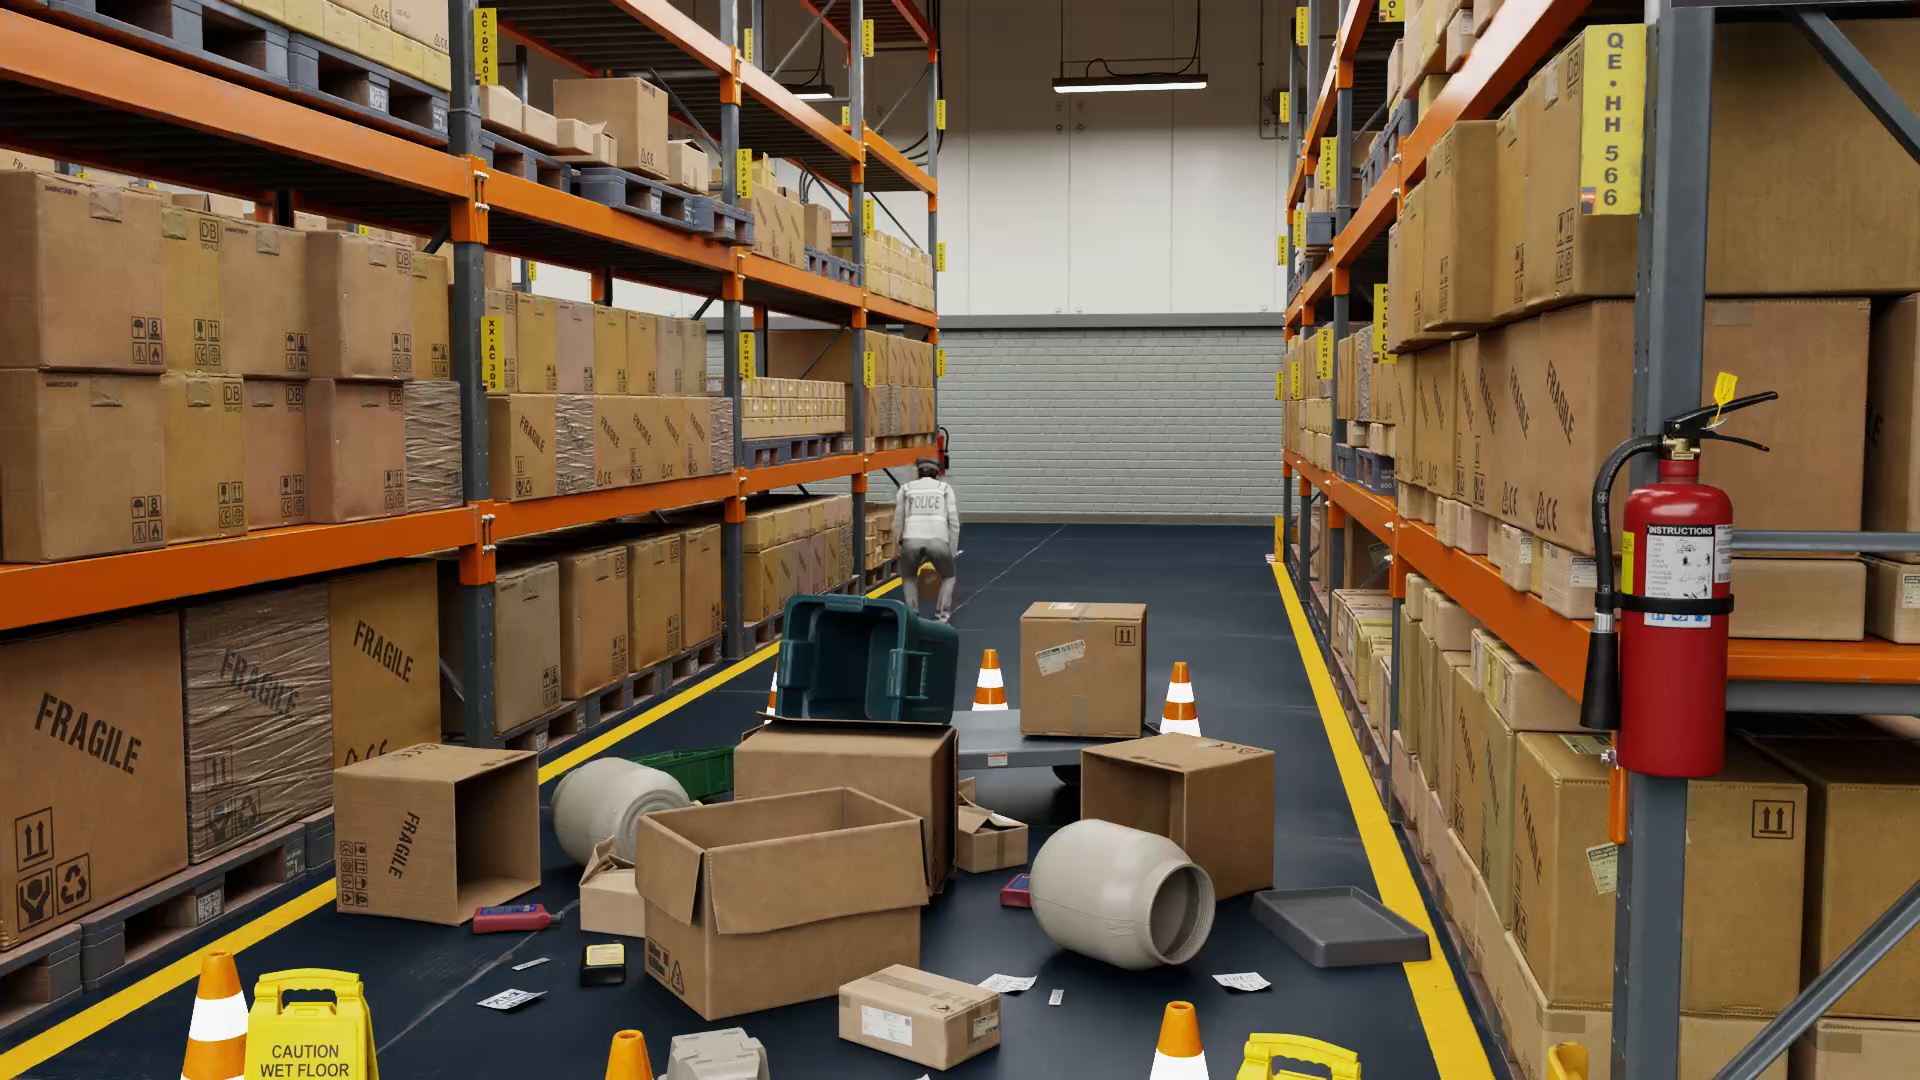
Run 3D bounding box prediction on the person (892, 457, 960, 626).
[{"bbox_3d":[-0.276,0.034,12.995,0.535,1.349,0.723,1,5,9],"label":"person"}]
